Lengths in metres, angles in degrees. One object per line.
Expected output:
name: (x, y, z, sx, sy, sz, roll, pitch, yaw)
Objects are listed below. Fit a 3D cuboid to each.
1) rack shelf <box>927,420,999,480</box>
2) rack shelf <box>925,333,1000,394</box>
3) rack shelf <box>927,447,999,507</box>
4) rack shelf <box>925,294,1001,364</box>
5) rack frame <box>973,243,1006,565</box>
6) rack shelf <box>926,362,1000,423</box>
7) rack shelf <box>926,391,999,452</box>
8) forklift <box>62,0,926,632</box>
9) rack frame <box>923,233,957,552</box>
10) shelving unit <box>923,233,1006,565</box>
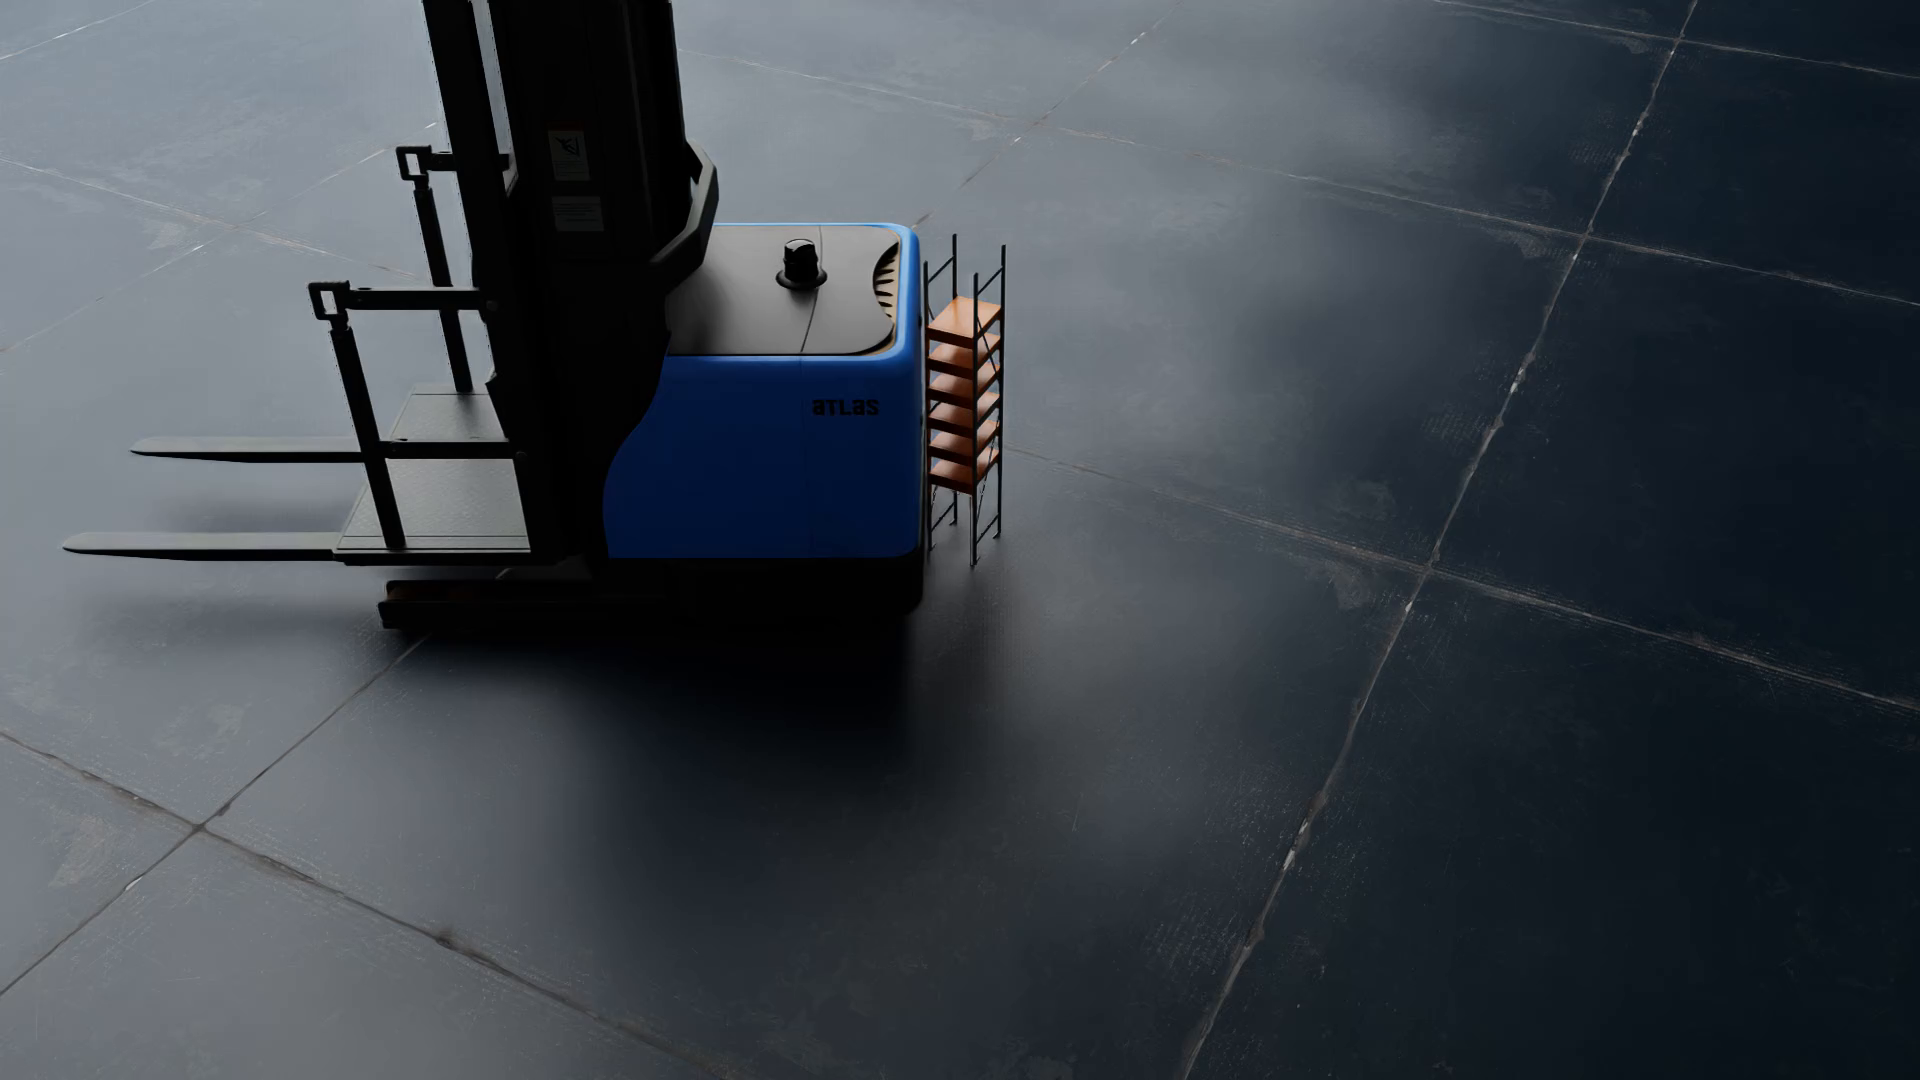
rack shelf: (0.017, -0.344, 5.982, 0.180, 0.103, 0.258, 16, 40, 20)
rack shelf: (0.017, -0.630, 5.763, 0.180, 0.103, 0.258, 16, 40, 20)
rack shelf: (0.018, -0.248, 6.054, 0.180, 0.103, 0.258, 16, 40, 20)
rack shelf: (0.017, -0.725, 5.691, 0.180, 0.103, 0.258, 16, 40, 20)
rack frame: (0.100, -0.451, 5.851, 0.006, 1.200, 0.240, 16, 40, 20)
rack shelf: (0.017, -0.535, 5.836, 0.180, 0.103, 0.258, 16, 40, 20)
rack shelf: (0.017, -0.439, 5.909, 0.180, 0.103, 0.258, 16, 40, 20)
forklift: (-1.647, -1.166, 5.361, 3.031, 2.935, 1.130, 0, 37, 0)
rack frame: (-0.065, -0.498, 5.913, 0.006, 1.200, 0.240, 16, 40, 20)
shelving unit: (0.017, -0.474, 5.882, 0.189, 1.200, 0.258, 16, 40, 20)
